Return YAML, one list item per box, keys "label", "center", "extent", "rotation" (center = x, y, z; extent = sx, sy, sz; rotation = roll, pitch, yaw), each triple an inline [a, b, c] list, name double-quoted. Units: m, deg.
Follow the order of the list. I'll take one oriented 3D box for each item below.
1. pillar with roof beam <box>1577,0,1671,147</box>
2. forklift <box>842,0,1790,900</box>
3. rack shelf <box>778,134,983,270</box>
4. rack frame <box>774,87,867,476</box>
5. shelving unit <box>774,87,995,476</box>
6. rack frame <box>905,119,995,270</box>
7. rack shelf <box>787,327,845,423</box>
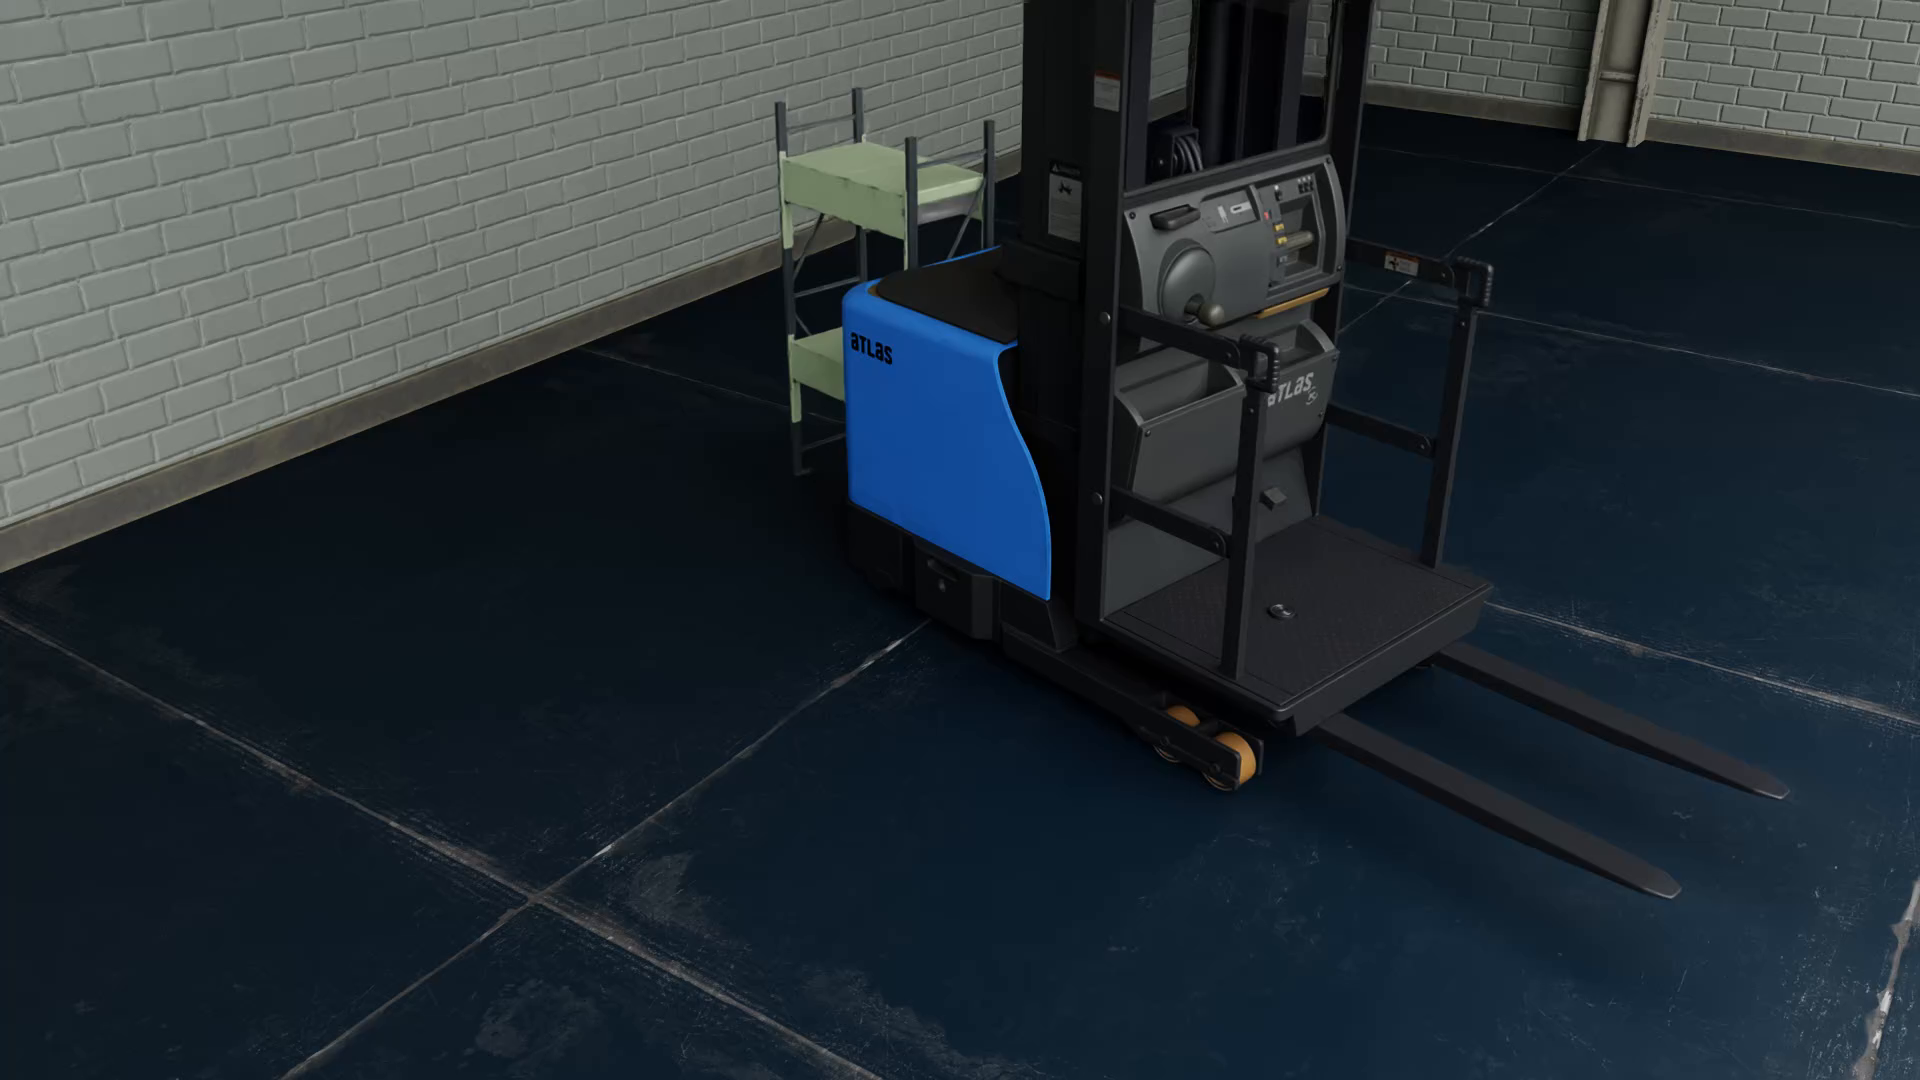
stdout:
- label: "pillar with roof beam"
  center: [2.209, -5.261, 6.666]
  extent: [0.400, 9.000, 9.100]
  rotation: [17, 32, 30]
- label: "forklift"
  center: [0.954, -0.843, 4.675]
  extent: [1.130, 2.935, 3.031]
  rotation: [-23, 35, -37]
- label: "rack shelf"
  center: [-0.278, -1.217, 6.128]
  extent: [0.431, 0.370, 0.720]
  rotation: [-23, 35, -37]
- label: "rack frame"
  center: [-0.525, -0.992, 6.546]
  extent: [0.400, 1.500, 0.023]
  rotation: [-23, 35, -37]
- label: "shelving unit"
  center: [-0.278, -0.870, 6.305]
  extent: [0.431, 1.500, 0.755]
  rotation: [-23, 35, -37]
- label: "rack frame"
  center: [-0.031, -0.747, 6.064]
  extent: [0.400, 1.500, 0.023]
  rotation: [-23, 35, -37]
- label: "rack shelf"
  center: [-0.278, -0.579, 6.453]
  extent: [0.431, 0.370, 0.720]
  rotation: [-23, 35, -37]
